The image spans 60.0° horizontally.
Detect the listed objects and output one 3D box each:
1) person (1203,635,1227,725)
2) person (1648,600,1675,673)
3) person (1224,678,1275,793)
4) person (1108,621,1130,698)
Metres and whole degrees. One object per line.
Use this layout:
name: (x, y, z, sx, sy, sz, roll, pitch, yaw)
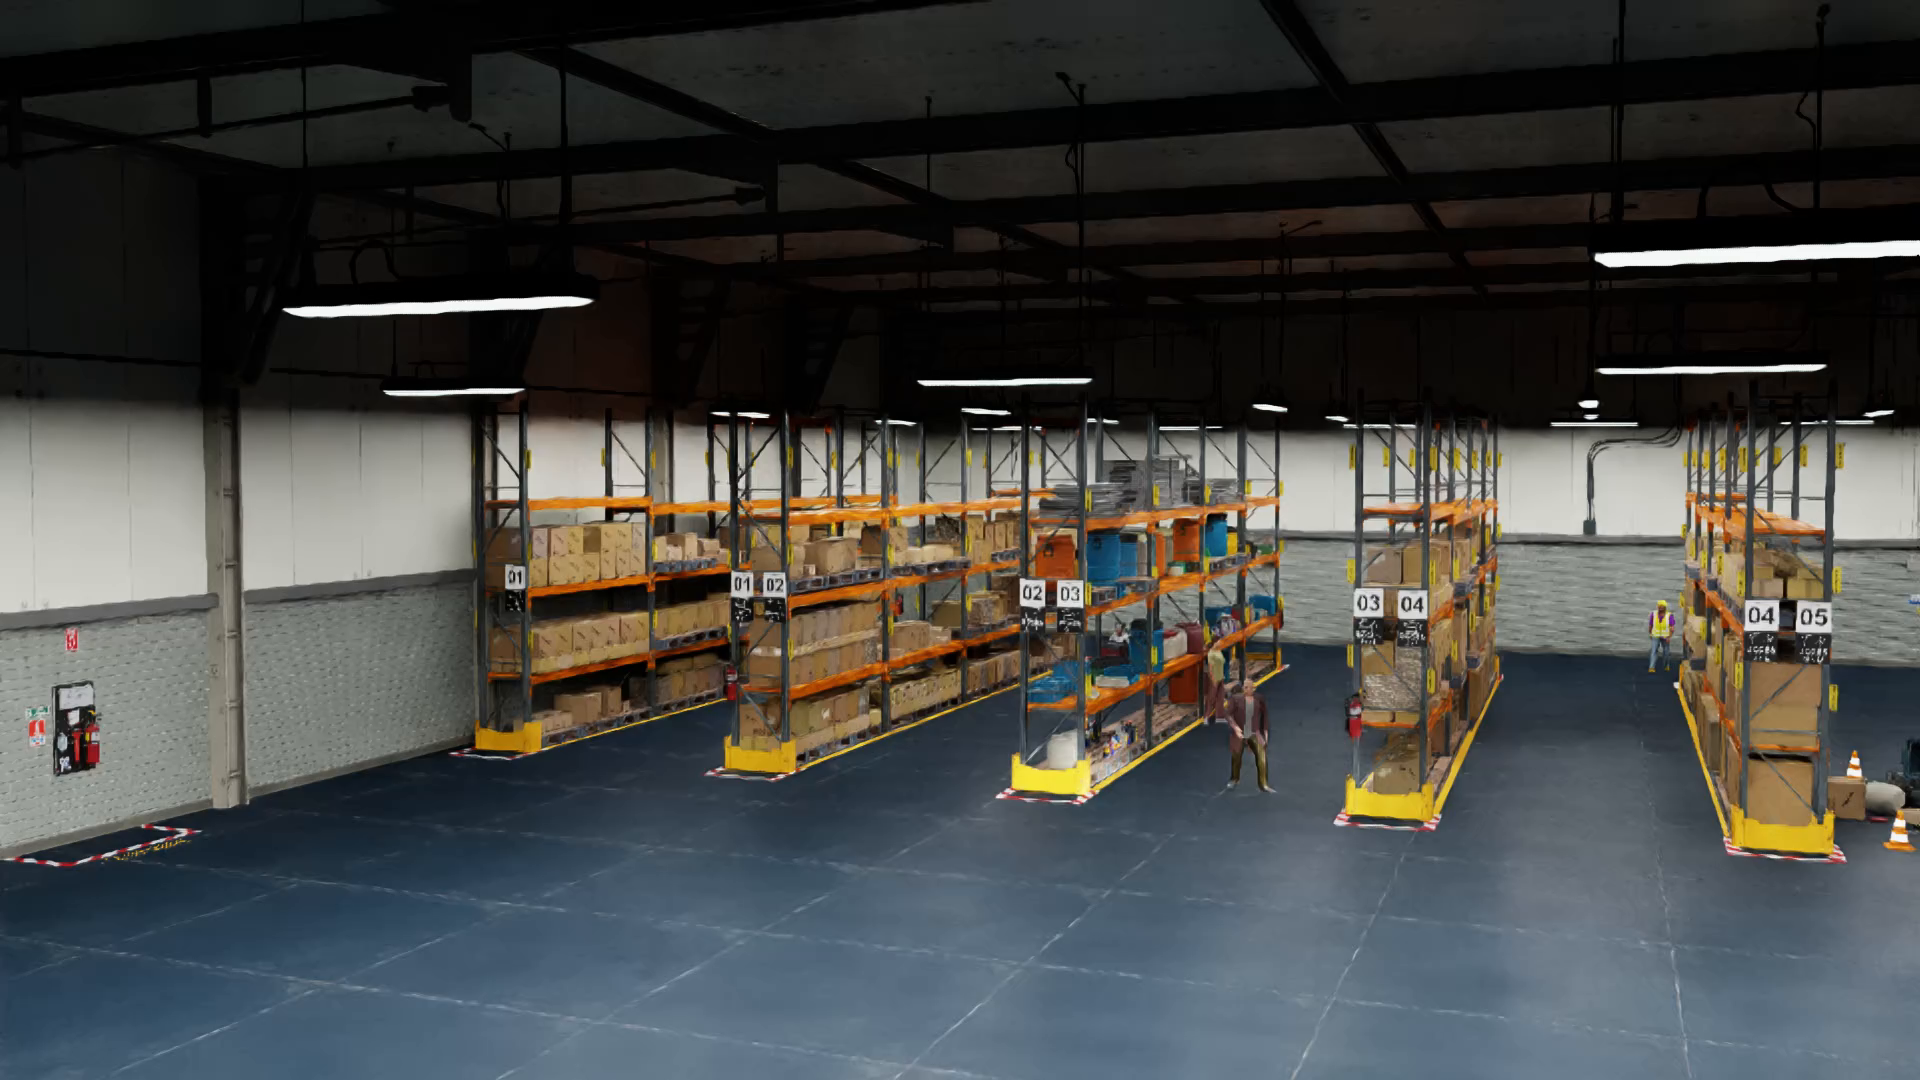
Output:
person: (4.808, 2.629, 31.344, 0.388, 1.662, 0.621, 2, 4, 39)
person: (16.425, 2.242, 38.926, 0.572, 1.704, 1.030, 2, 3, 30)
person: (4.320, 2.916, 24.999, 0.726, 1.715, 0.883, 0, 3, 3)
person: (3.370, 2.504, 34.869, 0.639, 1.620, 0.512, 1, 3, 19)
